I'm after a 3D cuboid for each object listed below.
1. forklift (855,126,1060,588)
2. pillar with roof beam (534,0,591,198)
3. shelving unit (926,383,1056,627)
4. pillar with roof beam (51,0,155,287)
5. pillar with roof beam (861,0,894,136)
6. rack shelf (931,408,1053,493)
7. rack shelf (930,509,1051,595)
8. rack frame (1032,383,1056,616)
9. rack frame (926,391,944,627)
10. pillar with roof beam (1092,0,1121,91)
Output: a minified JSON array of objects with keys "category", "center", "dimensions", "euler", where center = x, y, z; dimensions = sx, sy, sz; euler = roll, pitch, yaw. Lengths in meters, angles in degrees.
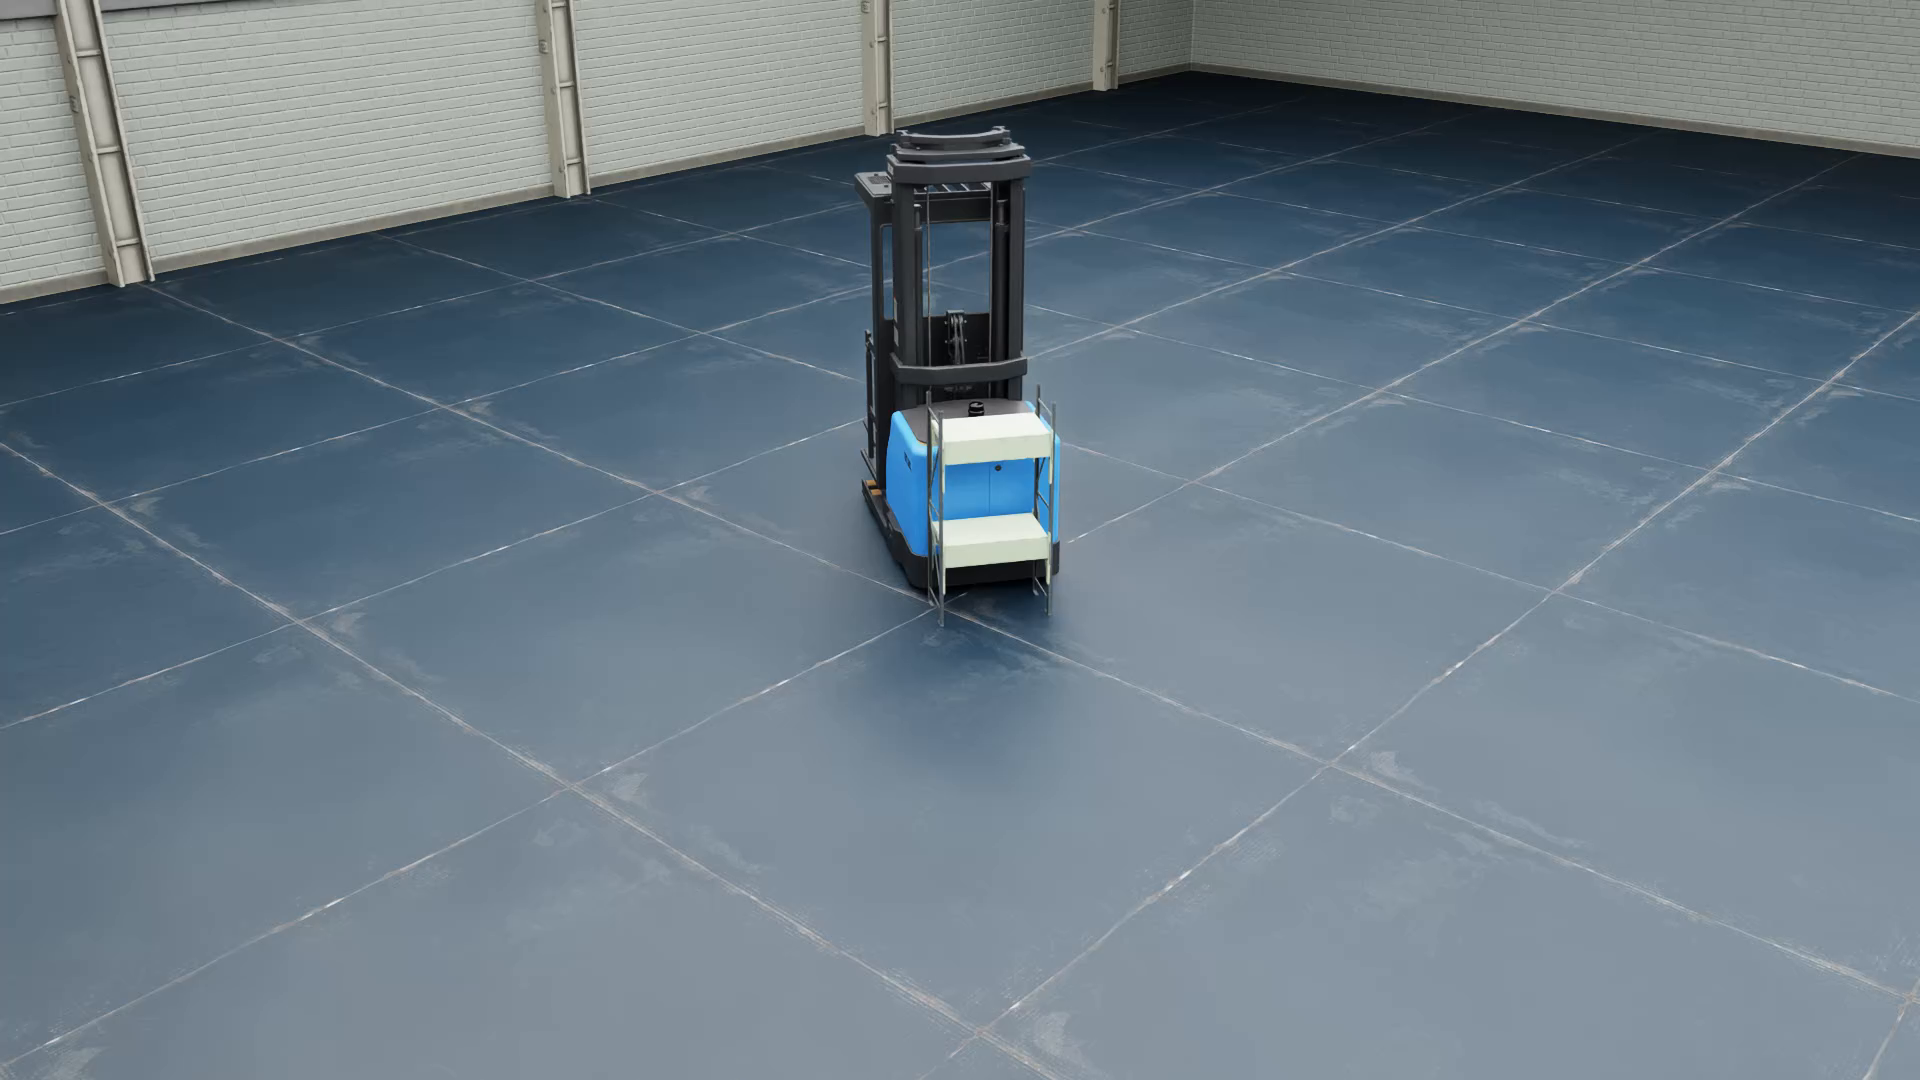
[{"category":"forklift","center":[-0.139,-1.586,12.175],"dimensions":[1.130,2.935,3.031],"euler":[-5,25,-12]},{"category":"pillar with roof beam","center":[-2.110,-7.671,18.330],"dimensions":[9.100,9.000,0.400],"euler":[20,31,38]},{"category":"shelving unit","center":[0.195,-0.224,10.889],"dimensions":[0.755,1.500,0.431],"euler":[-5,25,-12]},{"category":"pillar with roof beam","center":[-6.114,-5.843,14.253],"dimensions":[9.100,9.000,0.400],"euler":[20,31,38]},{"category":"pillar with roof beam","center":[1.894,-9.499,22.408],"dimensions":[9.100,9.000,0.400],"euler":[20,31,38]},{"category":"rack shelf","center":[0.195,-0.581,10.729],"dimensions":[0.720,0.370,0.431],"euler":[-5,25,-12]},{"category":"rack shelf","center":[0.195,0.073,11.022],"dimensions":[0.720,0.370,0.431],"euler":[-5,25,-12]},{"category":"rack frame","center":[0.551,-0.258,10.963],"dimensions":[0.023,1.500,0.400],"euler":[-5,25,-12]},{"category":"rack frame","center":[-0.162,-0.191,10.814],"dimensions":[0.023,1.500,0.400],"euler":[-5,25,-12]},{"category":"pillar with roof beam","center":[5.899,-11.327,26.485],"dimensions":[9.100,9.000,0.400],"euler":[20,31,38]}]
